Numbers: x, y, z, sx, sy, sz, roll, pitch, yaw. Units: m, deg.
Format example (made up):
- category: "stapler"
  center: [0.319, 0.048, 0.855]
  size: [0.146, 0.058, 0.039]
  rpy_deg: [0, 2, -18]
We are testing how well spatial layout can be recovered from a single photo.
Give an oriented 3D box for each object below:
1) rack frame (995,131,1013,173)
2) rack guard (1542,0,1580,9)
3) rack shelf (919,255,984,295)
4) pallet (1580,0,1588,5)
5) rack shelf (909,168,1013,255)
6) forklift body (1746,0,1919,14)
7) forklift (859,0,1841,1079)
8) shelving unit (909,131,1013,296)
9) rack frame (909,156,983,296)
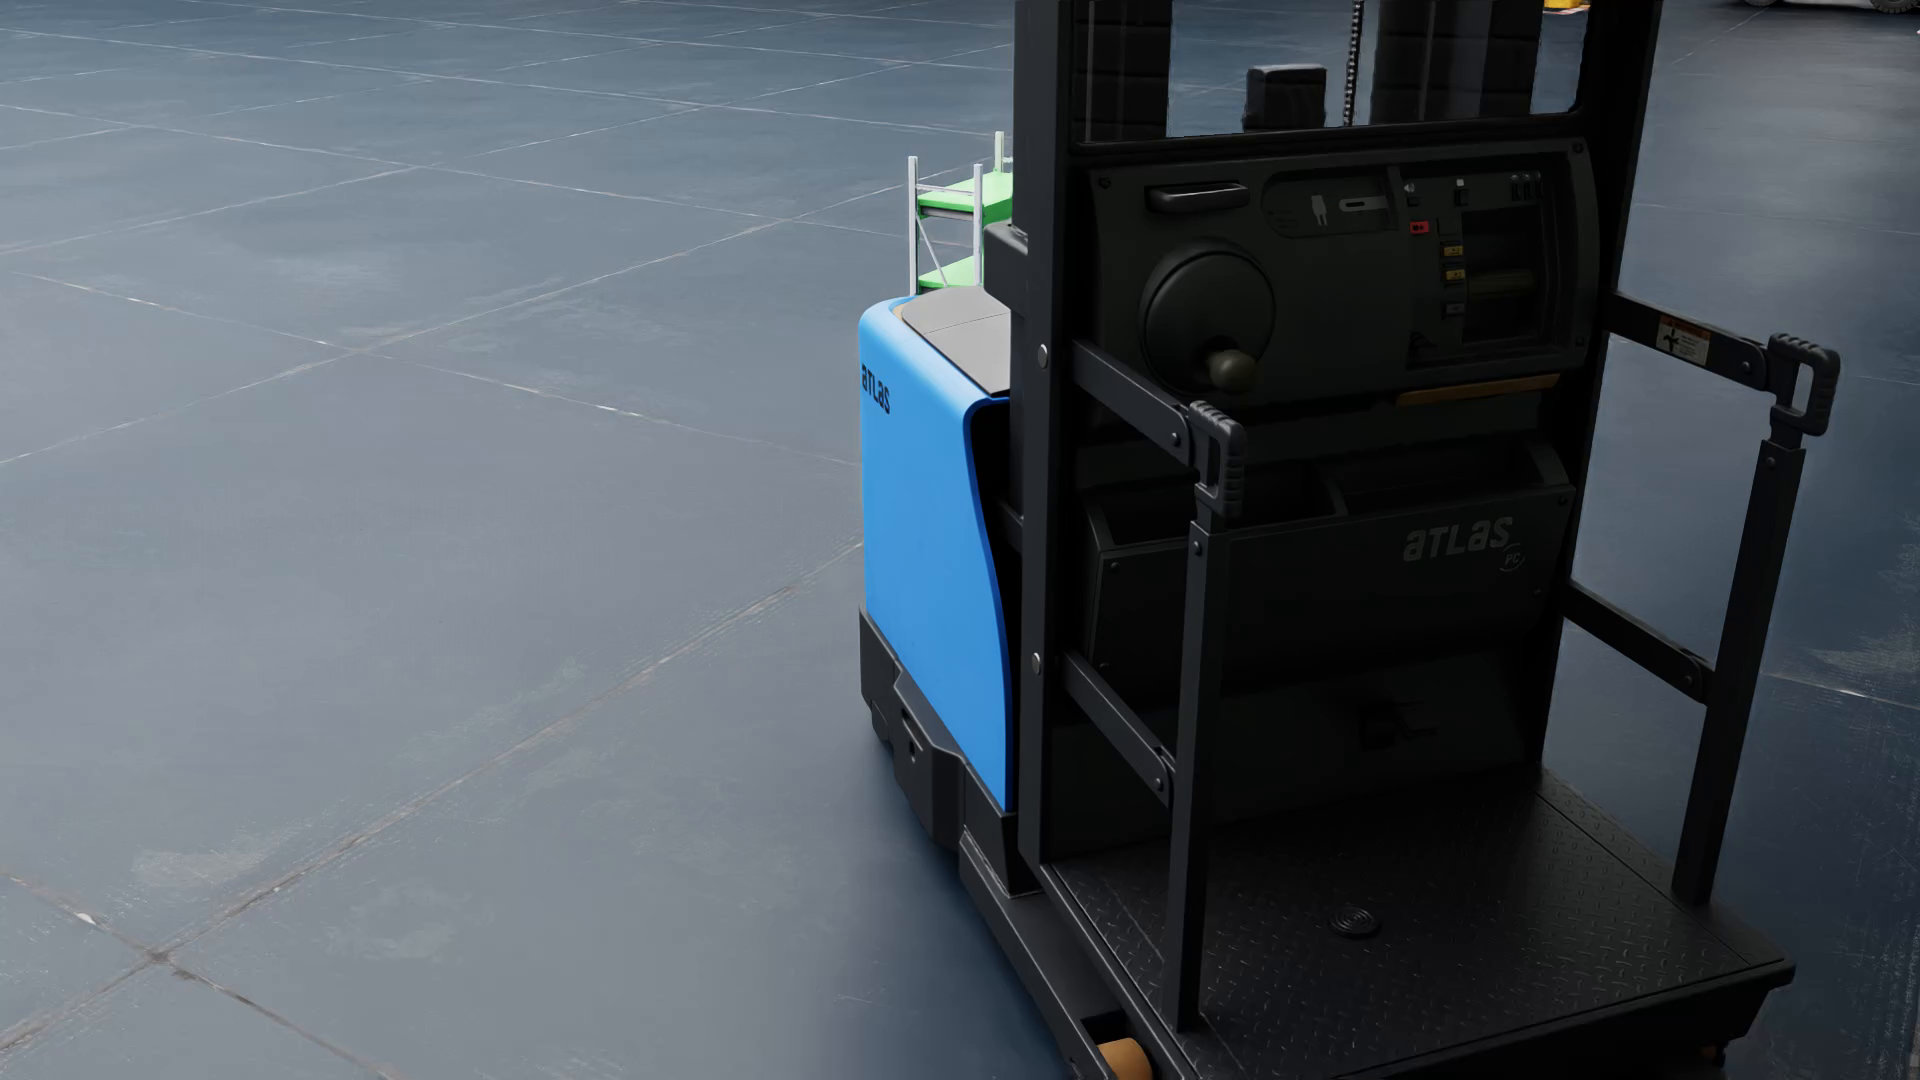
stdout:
- category: "rack frame"
  center: [0.216, -0.689, 5.331]
  size: [0.240, 1.200, 0.015]
  rpy_deg: [14, 27, 29]
- category: "rack guard"
  center: [6.985, -6.806, 20.343]
  size: [1.175, 0.500, 0.348]
  rpy_deg: [14, 27, 29]
- category: "rack shelf"
  center: [0.087, -0.768, 5.071]
  size: [0.258, 0.148, 0.480]
  rpy_deg: [14, 27, 29]
- category: "pallet"
  center: [7.444, -6.940, 21.017]
  size: [1.003, 0.211, 1.213]
  rpy_deg: [14, 27, 29]
- category: "rack shelf"
  center: [0.087, -0.988, 4.975]
  size: [0.258, 0.148, 0.480]
  rpy_deg: [14, 27, 29]
- category: "forklift body"
  center: [10.615, -7.522, 19.917]
  size: [2.313, 2.155, 1.214]
  rpy_deg: [14, 27, 29]
- category: "forklift"
  center: [0.720, -0.426, 2.545]
  size: [1.130, 2.935, 3.031]
  rpy_deg: [-8, 25, -18]
- category: "shelving unit"
  center: [0.087, -0.607, 5.141]
  size: [0.258, 1.200, 0.503]
  rpy_deg: [14, 27, 29]
- category: "rack frame"
  center: [-0.041, -0.524, 4.950]
  size: [0.240, 1.200, 0.015]
  rpy_deg: [14, 27, 29]
